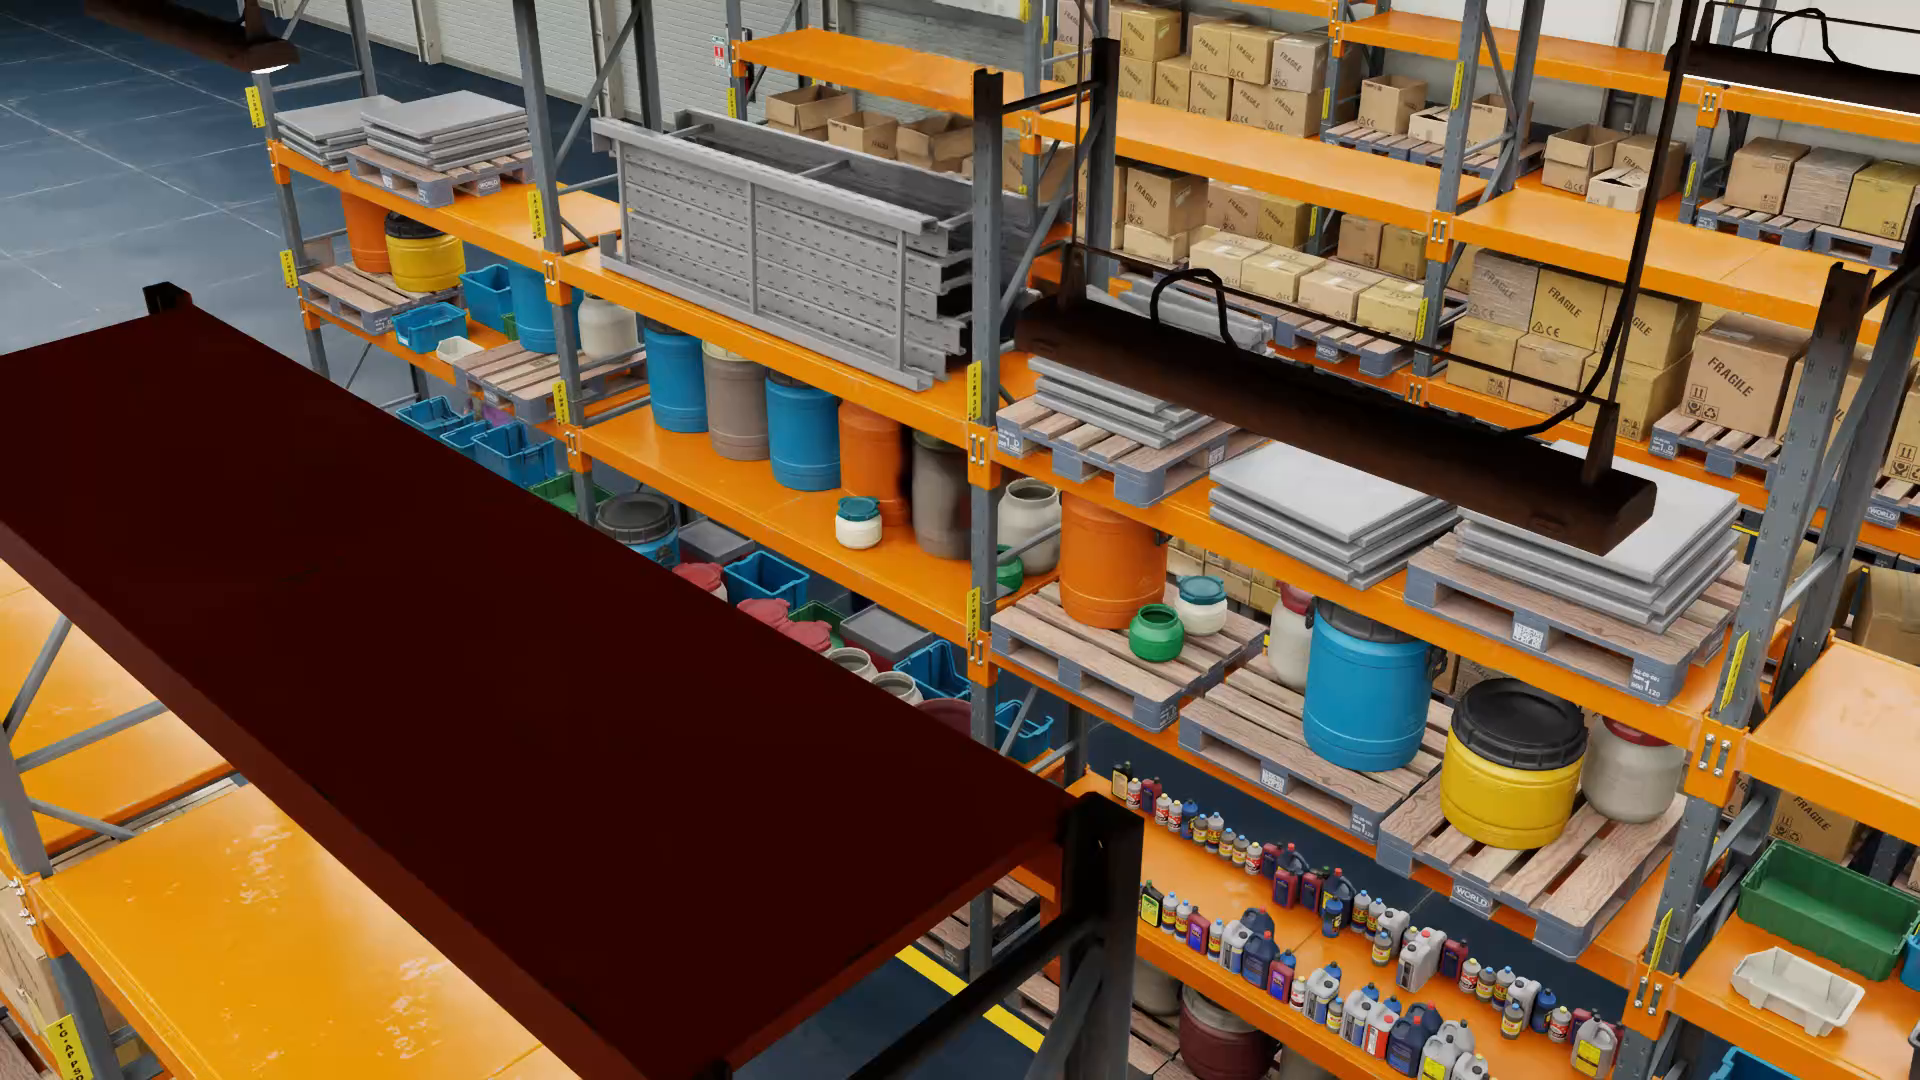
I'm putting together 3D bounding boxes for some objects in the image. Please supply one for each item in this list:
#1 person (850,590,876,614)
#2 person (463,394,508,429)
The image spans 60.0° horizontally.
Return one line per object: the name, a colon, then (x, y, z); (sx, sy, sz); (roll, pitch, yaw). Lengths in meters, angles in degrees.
person: (-0.730, 0.258, 14.134); (0.705, 1.640, 0.613); (24, 37, 36)
person: (-4.704, -1.128, 16.653); (0.532, 1.550, 0.529); (4, 30, 7)
